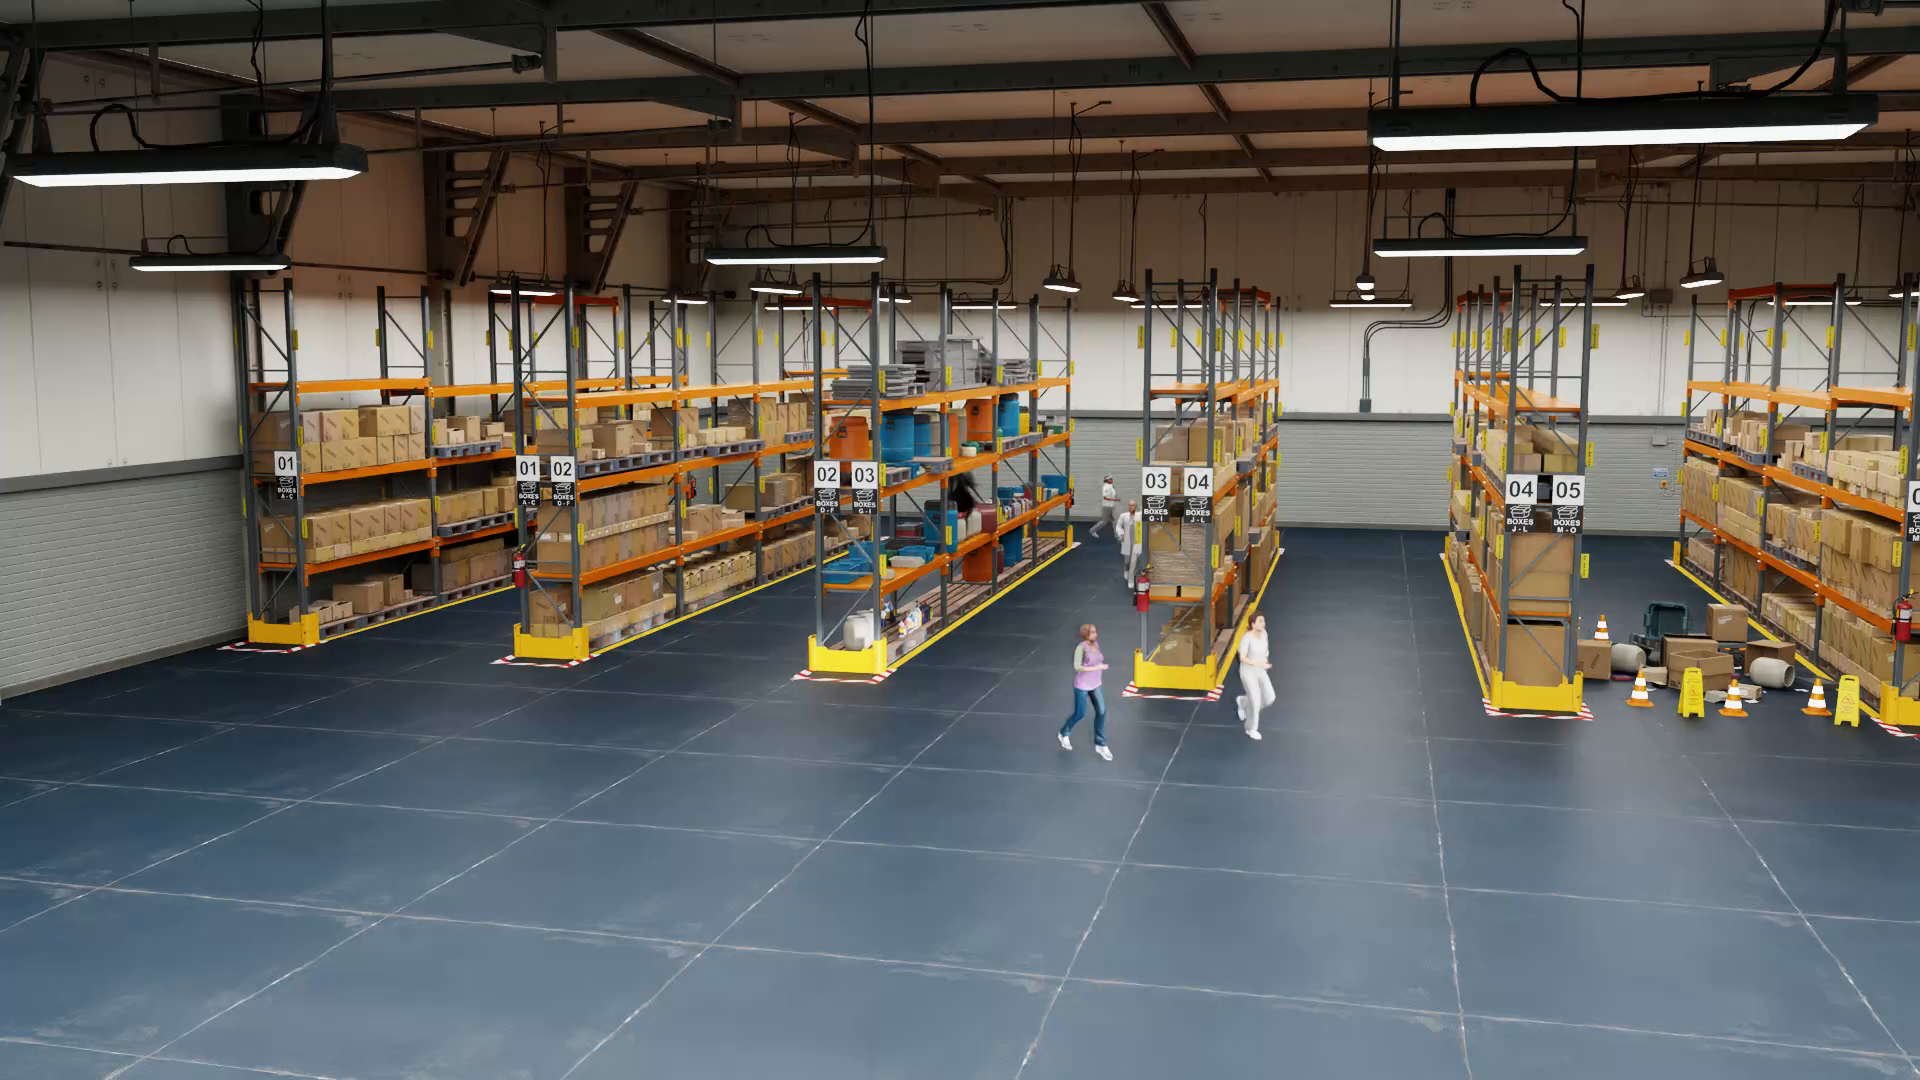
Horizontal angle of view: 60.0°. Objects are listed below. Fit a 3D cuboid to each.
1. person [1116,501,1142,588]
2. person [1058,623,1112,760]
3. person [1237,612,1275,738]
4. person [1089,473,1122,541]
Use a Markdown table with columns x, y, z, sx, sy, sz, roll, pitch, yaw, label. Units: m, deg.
| x | y | z | sx | sy | sz | roll | pitch | yaw | label |
| --- | --- | --- | --- | --- | --- | --- | --- | --- | --- |
| 3.548 | 0.069 | 34.033 | 0.717 | 1.772 | 0.843 | 2 | 7 | 13 | person |
| 1.514 | 1.798 | 20.042 | 0.565 | 1.631 | 0.762 | -7 | 10 | -44 | person |
| 3.745 | 1.702 | 20.996 | 0.603 | 1.621 | 0.637 | -5 | 8 | -36 | person |
| 3.691 | -0.811 | 41.499 | 0.934 | 1.711 | 0.590 | 3 | 7 | 23 | person |
